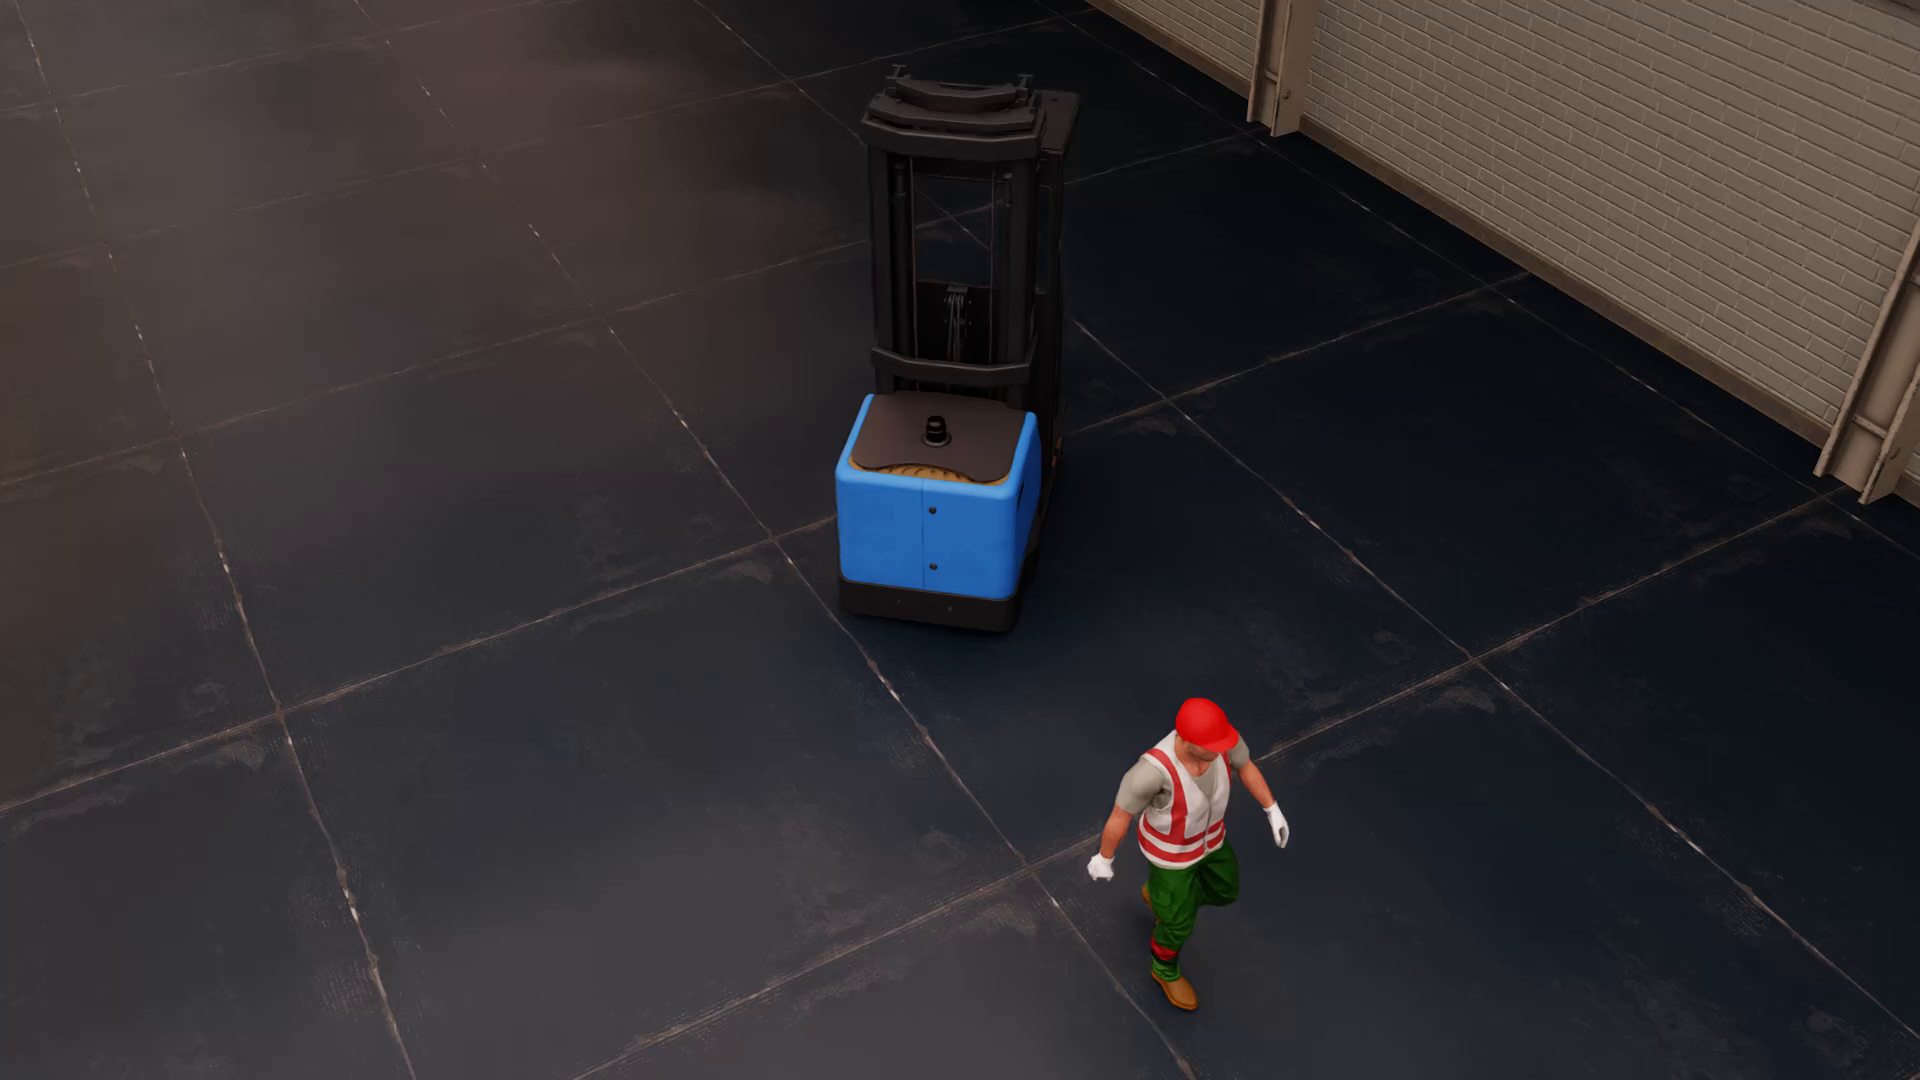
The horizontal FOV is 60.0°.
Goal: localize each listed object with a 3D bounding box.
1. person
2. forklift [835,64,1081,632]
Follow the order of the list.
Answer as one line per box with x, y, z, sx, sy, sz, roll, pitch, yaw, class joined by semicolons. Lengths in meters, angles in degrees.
0.983;1.328;7.347;0.812;1.766;0.590;-27;47;-29;person
0.077;-1.544;9.898;1.130;2.935;3.031;7;40;8;forklift
